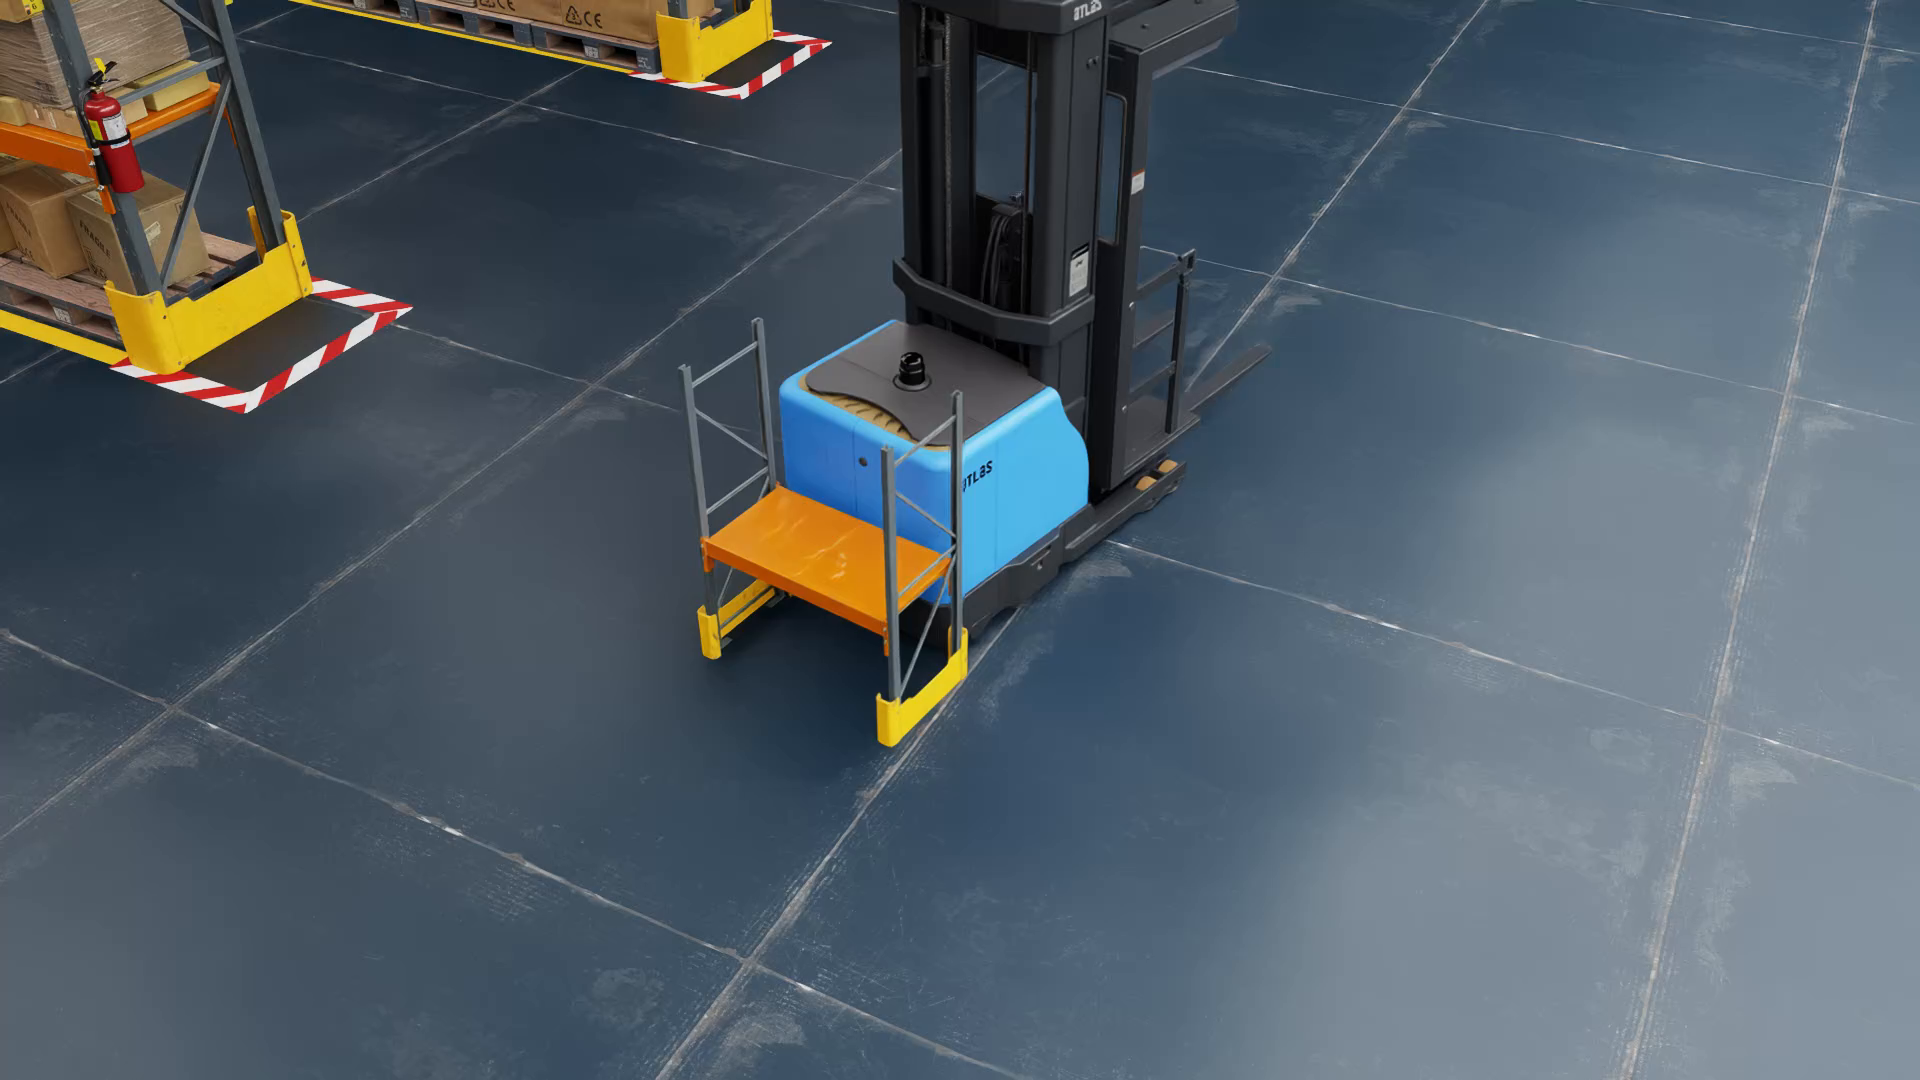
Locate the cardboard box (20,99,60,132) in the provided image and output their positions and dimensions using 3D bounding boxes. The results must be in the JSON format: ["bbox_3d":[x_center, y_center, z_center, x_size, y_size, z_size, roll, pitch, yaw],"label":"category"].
[{"bbox_3d":[-4.898,-2.401,9.140,0.250,0.149,0.380,17,41,21],"label":"cardboard box"}]

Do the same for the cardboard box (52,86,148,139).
[{"bbox_3d":[-4.677,-2.331,9.048,0.250,0.149,0.380,17,41,21],"label":"cardboard box"}]

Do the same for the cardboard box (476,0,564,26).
[{"bbox_3d":[-3.373,-4.816,13.523,0.875,0.875,0.875,17,40,21],"label":"cardboard box"}]

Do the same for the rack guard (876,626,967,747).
[{"bbox_3d":[-0.160,0.628,7.215,0.087,0.250,0.587,23,43,27],"label":"rack guard"}]

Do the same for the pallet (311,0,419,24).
[{"bbox_3d":[-4.871,-4.846,14.460,1.213,0.211,1.003,17,41,21],"label":"pallet"}]

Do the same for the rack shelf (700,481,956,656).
[{"bbox_3d":[-0.562,0.106,7.167,1.000,0.185,0.538,23,43,27],"label":"rack shelf"}]

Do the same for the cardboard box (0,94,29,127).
[{"bbox_3d":[-5.144,-2.443,9.196,0.250,0.149,0.380,17,41,21],"label":"cardboard box"}]

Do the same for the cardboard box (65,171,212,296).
[{"bbox_3d":[-4.875,-1.817,9.883,0.500,0.500,0.500,25,44,29],"label":"cardboard box"}]

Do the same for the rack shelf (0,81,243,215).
[{"bbox_3d":[-6.105,-2.733,9.964,4.000,0.370,1.077,17,41,21],"label":"rack shelf"}]

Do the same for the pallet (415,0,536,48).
[{"bbox_3d":[-3.783,-4.507,14.014,1.213,0.211,1.003,17,41,21],"label":"pallet"}]

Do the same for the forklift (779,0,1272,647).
[{"bbox_3d":[0.514,-1.501,7.803,1.130,2.935,3.031,27,45,31],"label":"forklift"}]

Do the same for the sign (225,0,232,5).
[{"bbox_3d":[-4.079,-3.099,9.136,0.005,0.325,0.100,17,41,21],"label":"sign"}]

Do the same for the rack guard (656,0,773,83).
[{"bbox_3d":[-1.937,-4.096,13.232,0.348,0.500,1.175,17,41,21],"label":"rack guard"}]

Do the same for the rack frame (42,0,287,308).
[{"bbox_3d":[-4.329,-2.463,9.014,0.127,3.000,1.000,17,41,21],"label":"rack frame"}]

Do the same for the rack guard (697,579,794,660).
[{"bbox_3d":[-0.980,0.287,7.665,0.087,0.250,0.587,23,43,27],"label":"rack guard"}]

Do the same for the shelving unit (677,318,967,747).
[{"bbox_3d":[-0.570,-0.040,7.062,1.083,1.500,0.587,23,43,27],"label":"shelving unit"}]

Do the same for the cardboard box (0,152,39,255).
[{"bbox_3d":[-5.969,-2.149,10.321,0.500,0.500,0.500,21,42,26],"label":"cardboard box"}]

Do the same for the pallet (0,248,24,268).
[{"bbox_3d":[-6.181,-1.958,10.655,1.213,0.211,1.003,17,41,21],"label":"pallet"}]

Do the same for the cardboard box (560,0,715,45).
[{"bbox_3d":[-2.590,-4.572,13.202,0.875,0.875,0.875,18,41,22],"label":"cardboard box"}]

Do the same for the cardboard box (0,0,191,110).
[{"bbox_3d":[-4.804,-2.789,9.115,0.500,0.500,0.875,17,41,21],"label":"cardboard box"}]

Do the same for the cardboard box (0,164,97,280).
[{"bbox_3d":[-5.422,-1.965,10.078,0.500,0.500,0.500,29,46,33],"label":"cardboard box"}]

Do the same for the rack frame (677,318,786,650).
[{"bbox_3d":[-0.981,-0.211,7.288,0.032,1.500,0.500,23,43,27],"label":"rack frame"}]

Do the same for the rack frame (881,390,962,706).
[{"bbox_3d":[-0.144,0.137,6.829,0.032,1.500,0.500,23,43,27],"label":"rack frame"}]

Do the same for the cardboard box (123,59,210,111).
[{"bbox_3d":[-4.472,-2.570,9.363,0.250,0.149,0.380,17,41,21],"label":"cardboard box"}]

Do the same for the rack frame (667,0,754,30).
[{"bbox_3d":[-1.958,-5.098,12.485,0.127,3.000,1.000,17,41,21],"label":"rack frame"}]

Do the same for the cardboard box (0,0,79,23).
[{"bbox_3d":[-4.931,-3.040,8.618,0.500,0.500,0.500,17,41,21],"label":"cardboard box"}]

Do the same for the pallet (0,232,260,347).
[{"bbox_3d":[-5.101,-1.618,10.208,1.213,0.211,1.003,17,41,21],"label":"pallet"}]

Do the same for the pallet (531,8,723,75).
[{"bbox_3d":[-2.704,-4.168,13.566,1.213,0.211,1.003,17,41,21],"label":"pallet"}]

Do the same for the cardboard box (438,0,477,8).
[{"bbox_3d":[-4.181,-5.070,13.858,0.875,0.875,0.875,18,41,22],"label":"cardboard box"}]

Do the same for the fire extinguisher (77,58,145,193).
[{"bbox_3d":[-4.439,-2.153,8.670,0.183,0.674,0.296,17,41,21],"label":"fire extinguisher"}]

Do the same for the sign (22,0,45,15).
[{"bbox_3d":[-4.602,-2.758,8.183,0.005,0.325,0.100,17,41,21],"label":"sign"}]

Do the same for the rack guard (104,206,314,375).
[{"bbox_3d":[-4.396,-1.489,9.798,0.348,0.500,1.175,17,41,21],"label":"rack guard"}]
